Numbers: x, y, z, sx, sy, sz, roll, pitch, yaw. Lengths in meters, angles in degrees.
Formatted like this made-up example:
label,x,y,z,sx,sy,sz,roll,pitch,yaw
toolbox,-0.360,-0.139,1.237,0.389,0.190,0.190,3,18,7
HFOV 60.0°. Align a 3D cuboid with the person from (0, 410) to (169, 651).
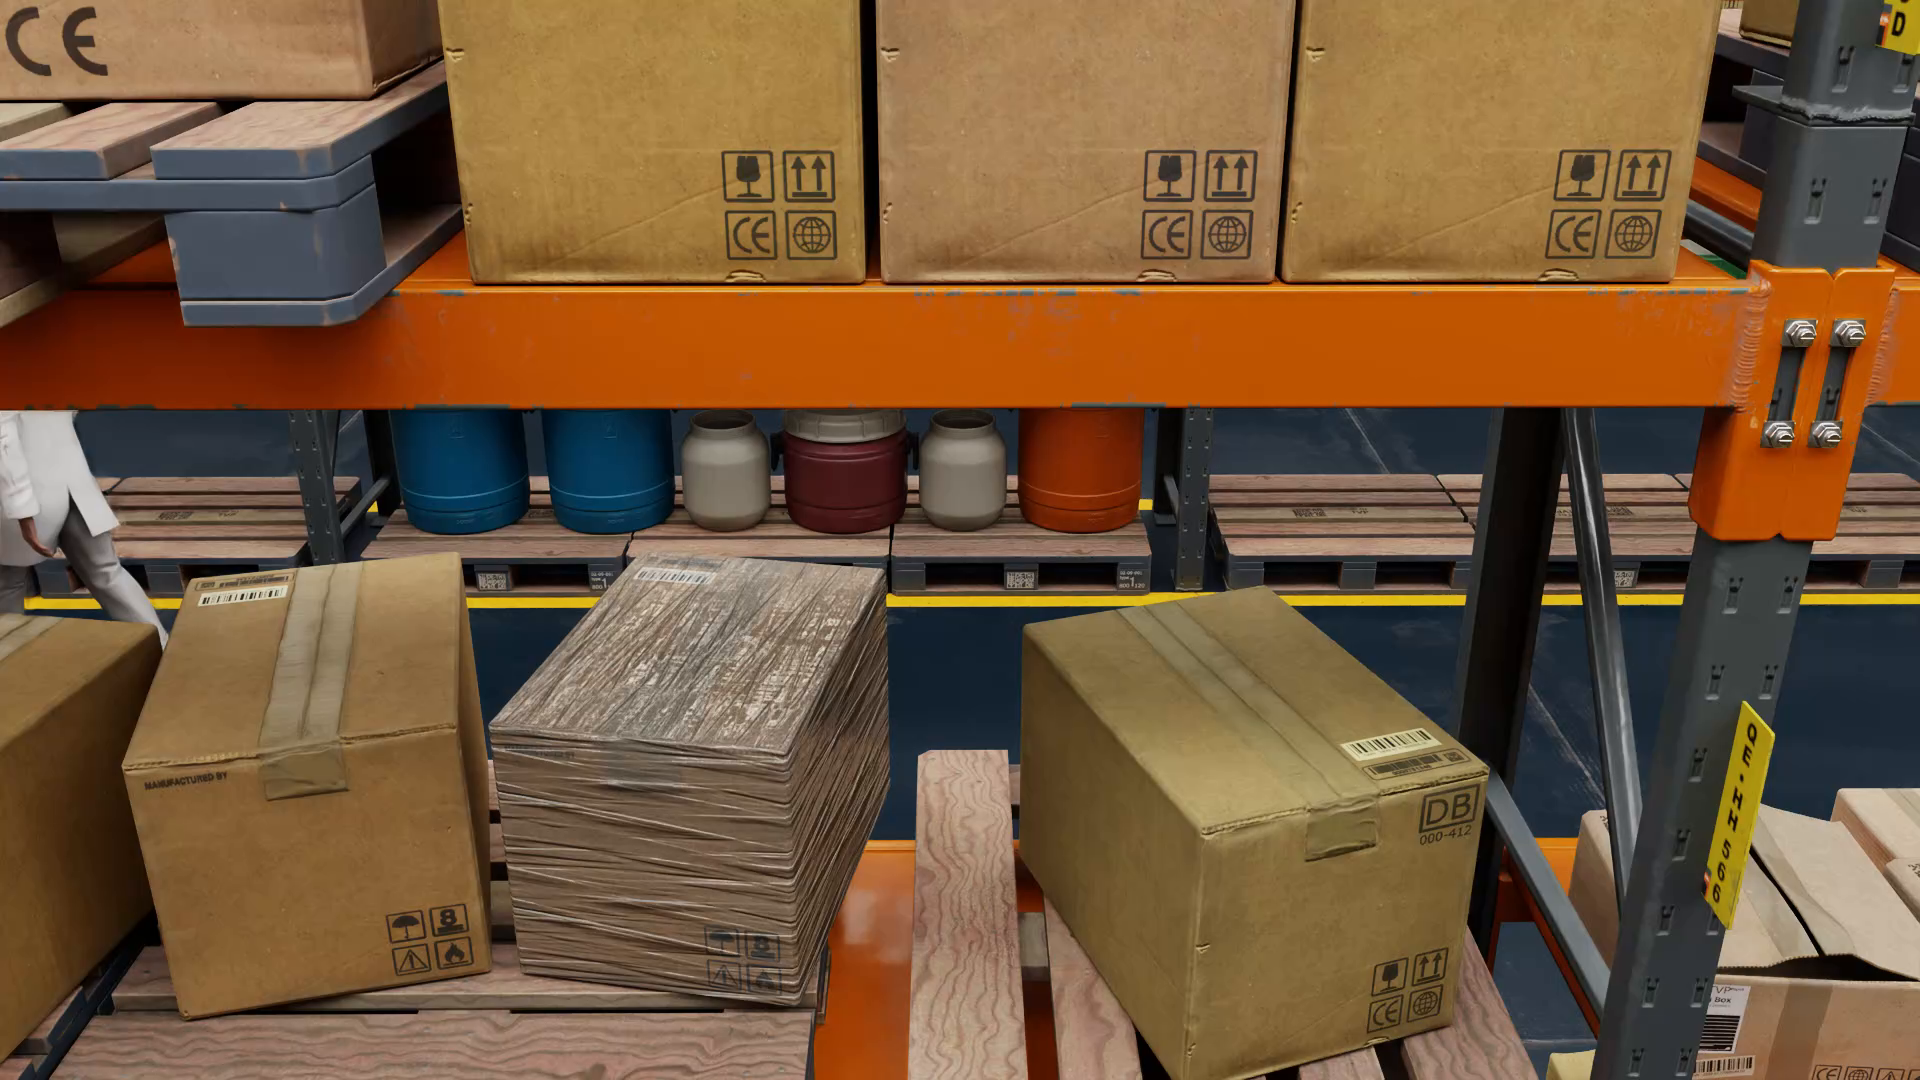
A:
label,x,y,z,sx,sy,sz,roll,pitch,yaw
person,-3.689,-0.214,6.579,1.121,1.718,0.598,8,25,17
